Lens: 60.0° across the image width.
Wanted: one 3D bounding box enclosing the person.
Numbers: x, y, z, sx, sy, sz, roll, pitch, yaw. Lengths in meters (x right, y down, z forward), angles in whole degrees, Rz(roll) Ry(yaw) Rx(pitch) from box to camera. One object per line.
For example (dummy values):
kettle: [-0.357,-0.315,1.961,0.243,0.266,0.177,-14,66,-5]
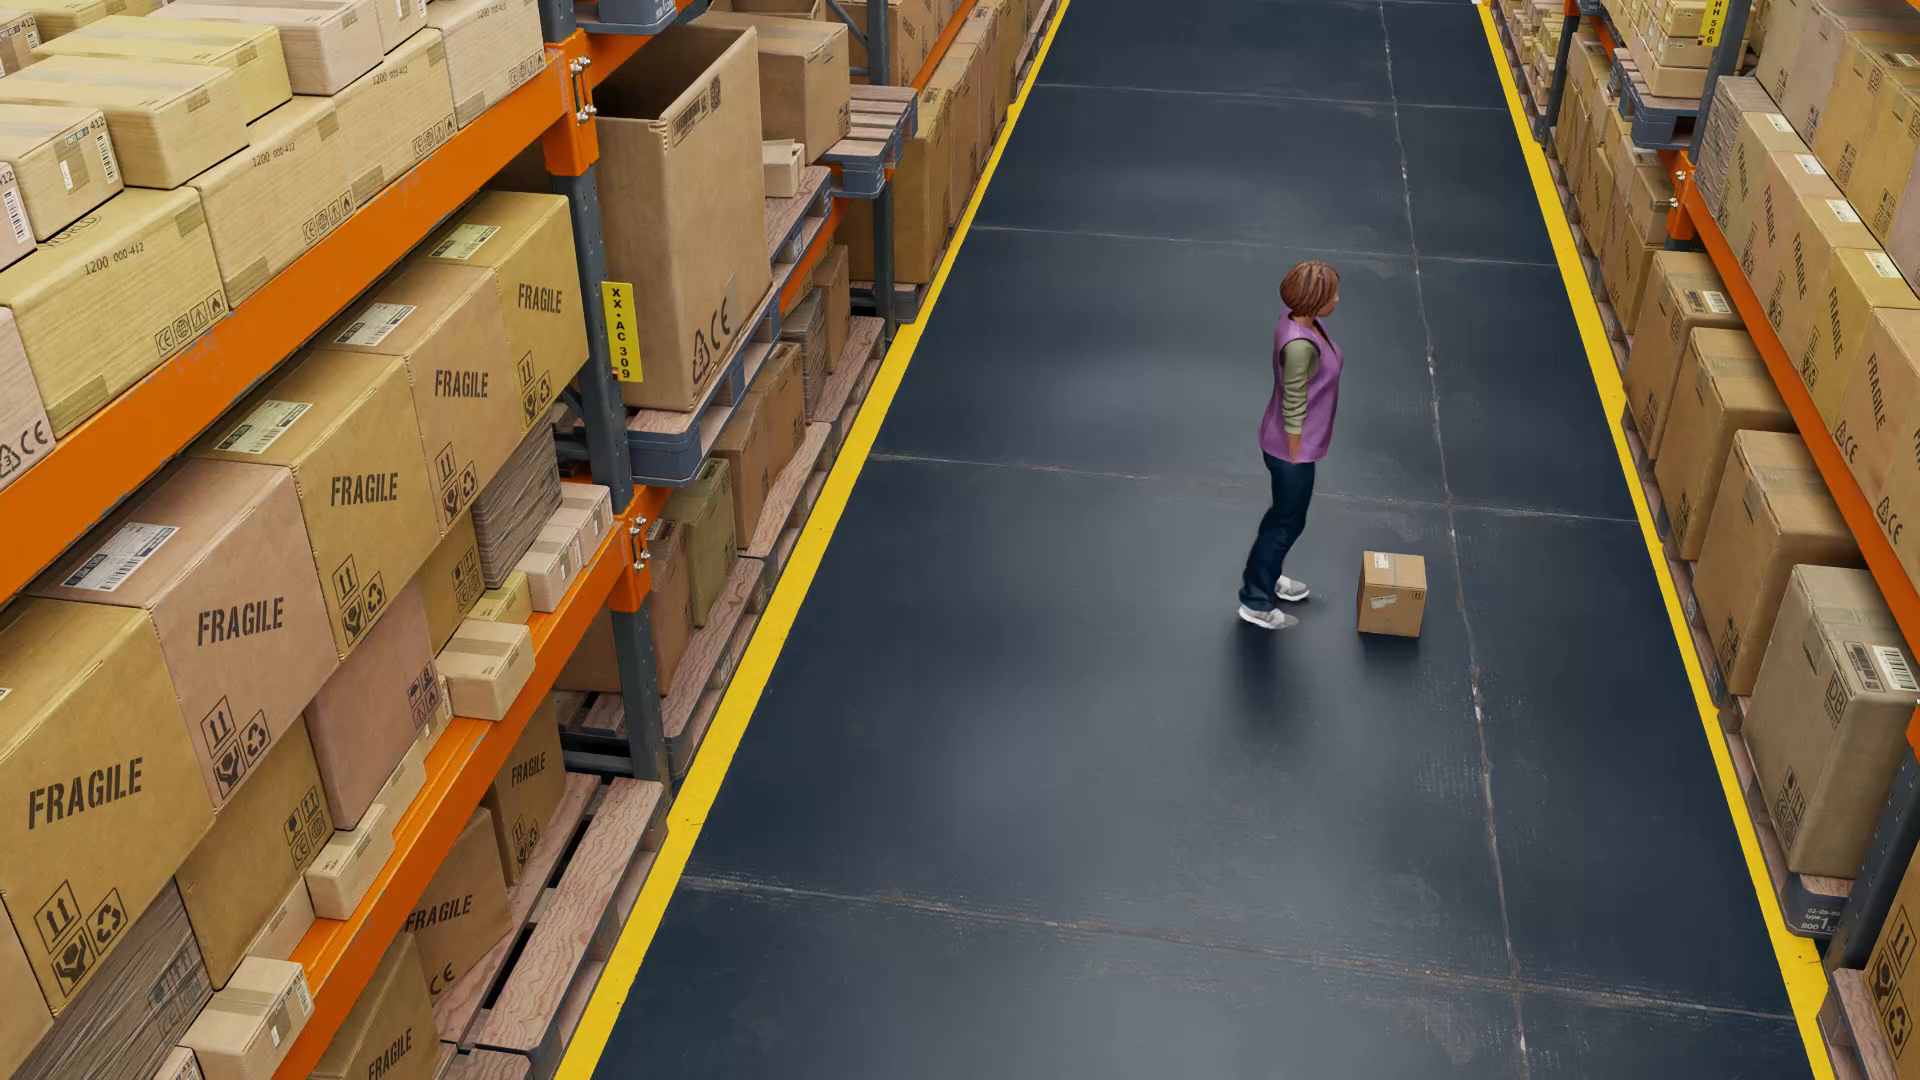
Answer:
person: [1.355,-0.377,6.765,0.312,1.613,0.406,6,33,9]
